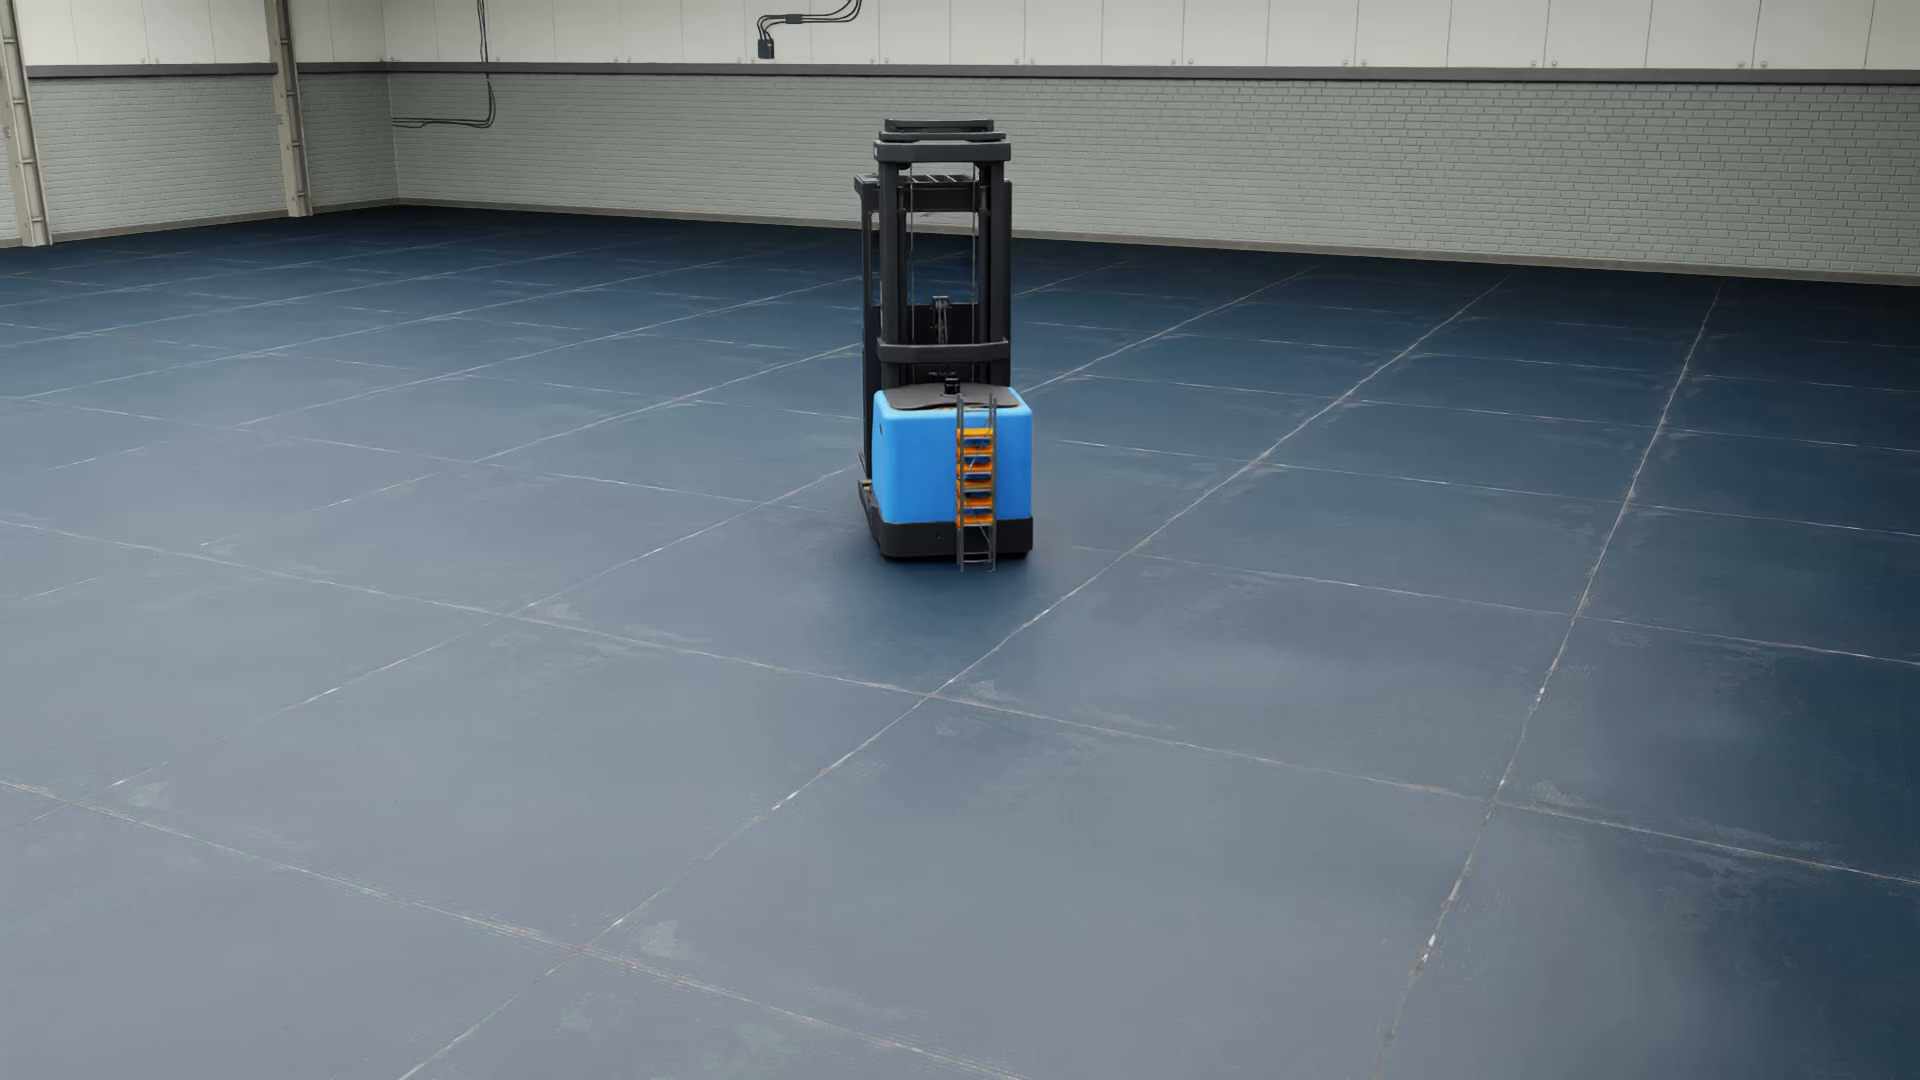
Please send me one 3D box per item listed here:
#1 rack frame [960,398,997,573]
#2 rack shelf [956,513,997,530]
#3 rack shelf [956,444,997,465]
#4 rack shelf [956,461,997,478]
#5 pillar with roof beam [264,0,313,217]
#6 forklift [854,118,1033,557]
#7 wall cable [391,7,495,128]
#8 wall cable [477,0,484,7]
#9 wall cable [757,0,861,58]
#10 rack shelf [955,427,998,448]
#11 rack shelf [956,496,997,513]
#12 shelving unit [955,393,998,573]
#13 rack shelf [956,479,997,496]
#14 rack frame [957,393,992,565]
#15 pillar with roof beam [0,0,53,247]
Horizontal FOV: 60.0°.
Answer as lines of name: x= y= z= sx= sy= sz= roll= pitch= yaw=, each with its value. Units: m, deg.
rack frame: x=0.122 y=-0.355 z=11.112 sx=0.240 sy=1.200 sz=0.006 roll=-2 pitch=17 yaw=-7
rack shelf: x=0.110 y=-0.108 z=11.280 sx=0.258 sy=0.103 sz=0.180 roll=-2 pitch=17 yaw=-7
rack shelf: x=0.110 y=-0.568 z=11.143 sx=0.258 sy=0.103 sz=0.180 roll=-2 pitch=17 yaw=-7
rack shelf: x=0.110 y=-0.453 z=11.177 sx=0.258 sy=0.103 sz=0.180 roll=-2 pitch=17 yaw=-7
pillar with roof beam: x=-10.024 y=-10.587 z=31.863 sx=9.100 sy=9.000 sz=0.400 roll=8 pitch=18 yaw=25
forklift: x=-0.202 y=-1.662 z=12.472 sx=1.130 sy=2.935 sz=3.031 roll=-2 pitch=17 yaw=-7
wall cable: x=-11.376 y=-10.228 z=36.109 sx=3.097 sy=2.526 sz=0.112 roll=8 pitch=18 yaw=25
wall cable: x=-8.956 y=-12.305 z=34.231 sx=3.097 sy=2.526 sz=0.112 roll=8 pitch=18 yaw=25
wall cable: x=-2.890 y=-12.135 z=31.102 sx=2.305 sy=6.003 sz=0.169 roll=8 pitch=18 yaw=25
rack shelf: x=0.110 y=-0.683 z=11.109 sx=0.258 sy=0.103 sz=0.180 roll=-2 pitch=17 yaw=-7
rack shelf: x=0.110 y=-0.223 z=11.246 sx=0.258 sy=0.103 sz=0.180 roll=-2 pitch=17 yaw=-7
shelving unit: x=0.110 y=-0.381 z=11.199 sx=0.258 sy=1.200 sz=0.189 roll=-2 pitch=17 yaw=-7
rack shelf: x=0.110 y=-0.338 z=11.212 sx=0.258 sy=0.103 sz=0.180 roll=-2 pitch=17 yaw=-7
rack frame: x=0.097 y=-0.407 z=11.286 sx=0.240 sy=1.200 sz=0.006 roll=-2 pitch=17 yaw=-7
pillar with roof beam: x=-12.705 y=-9.058 z=26.717 sx=9.100 sy=9.000 sz=0.400 roll=8 pitch=18 yaw=25
